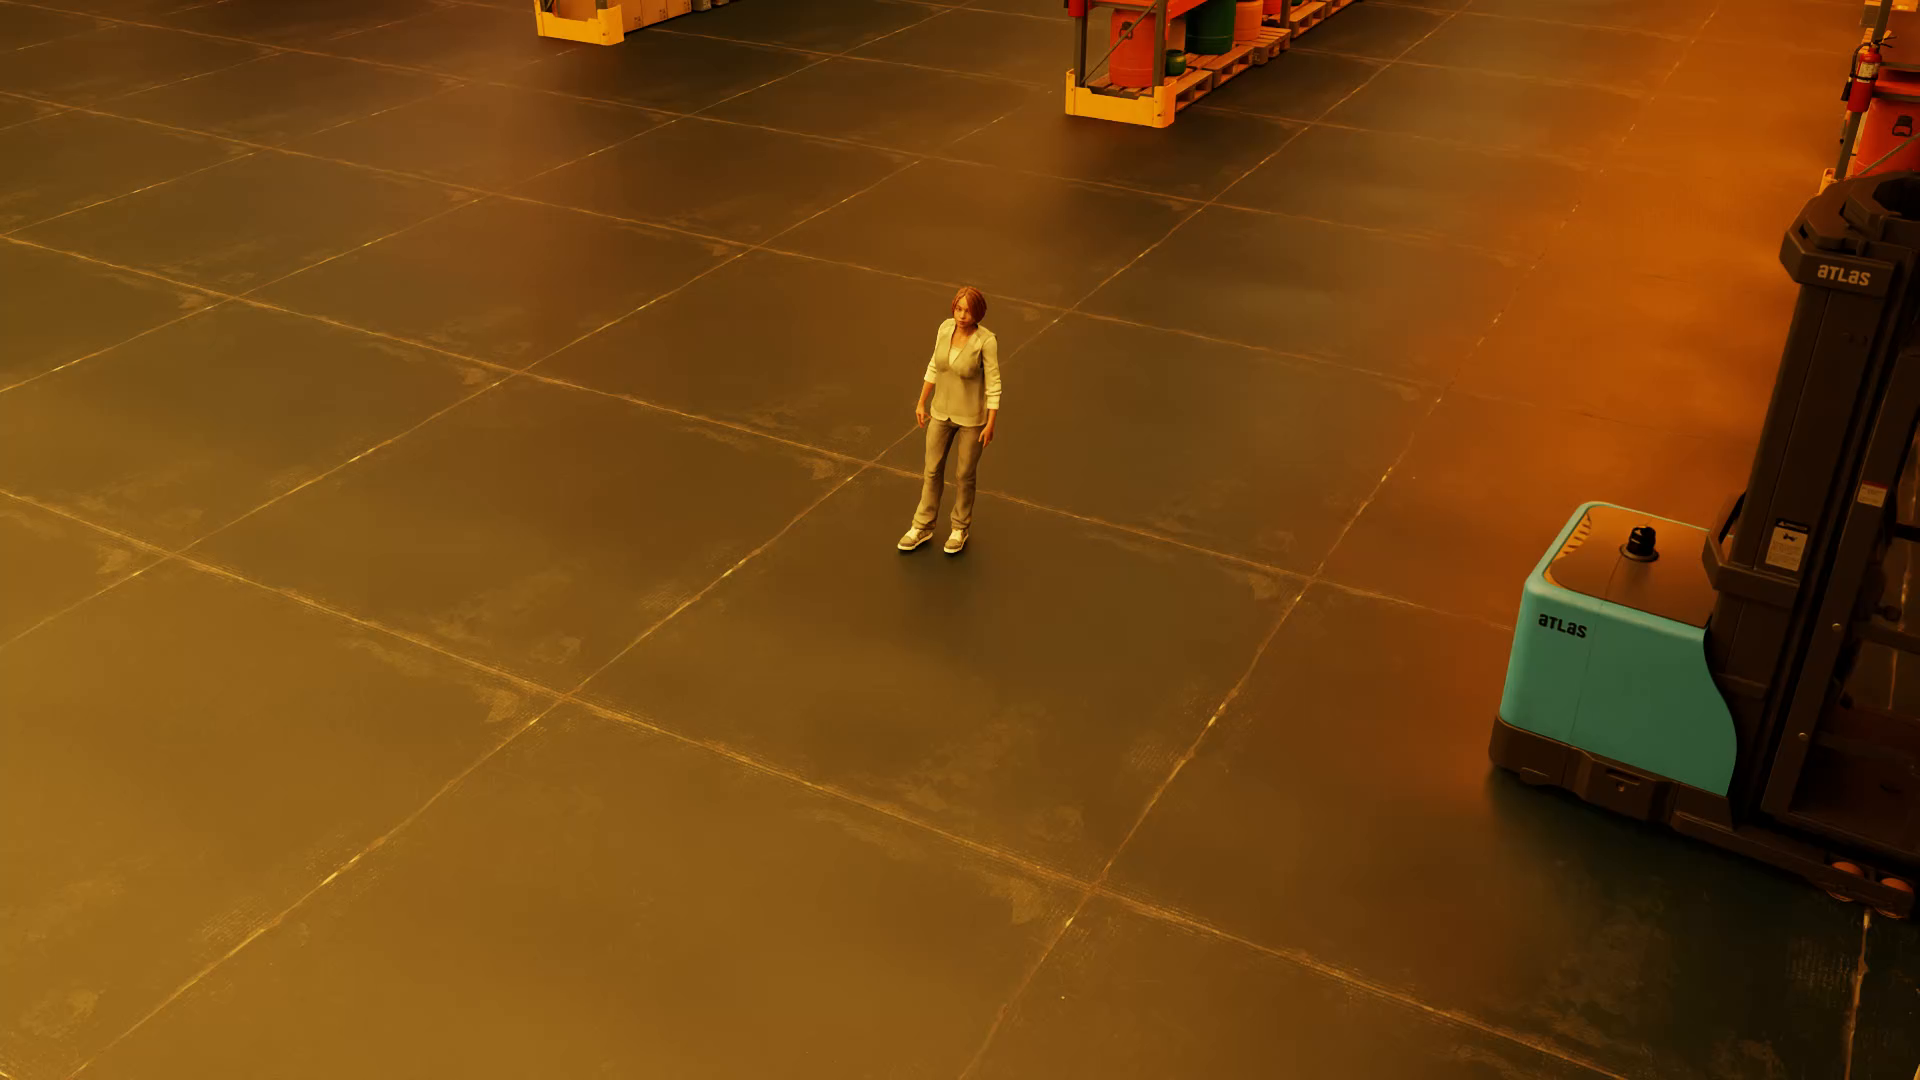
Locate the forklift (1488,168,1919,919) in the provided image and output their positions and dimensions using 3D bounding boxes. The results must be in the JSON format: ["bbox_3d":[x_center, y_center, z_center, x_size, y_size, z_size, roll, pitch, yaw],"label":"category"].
[{"bbox_3d":[4.068,0.057,6.972,3.031,2.935,1.130,18,35,29],"label":"forklift"}]

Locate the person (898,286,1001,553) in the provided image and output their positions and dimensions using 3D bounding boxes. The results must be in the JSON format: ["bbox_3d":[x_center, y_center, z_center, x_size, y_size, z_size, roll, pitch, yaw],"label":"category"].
[{"bbox_3d":[-0.049,-0.669,9.549,0.520,1.599,0.473,15,33,25],"label":"person"}]
